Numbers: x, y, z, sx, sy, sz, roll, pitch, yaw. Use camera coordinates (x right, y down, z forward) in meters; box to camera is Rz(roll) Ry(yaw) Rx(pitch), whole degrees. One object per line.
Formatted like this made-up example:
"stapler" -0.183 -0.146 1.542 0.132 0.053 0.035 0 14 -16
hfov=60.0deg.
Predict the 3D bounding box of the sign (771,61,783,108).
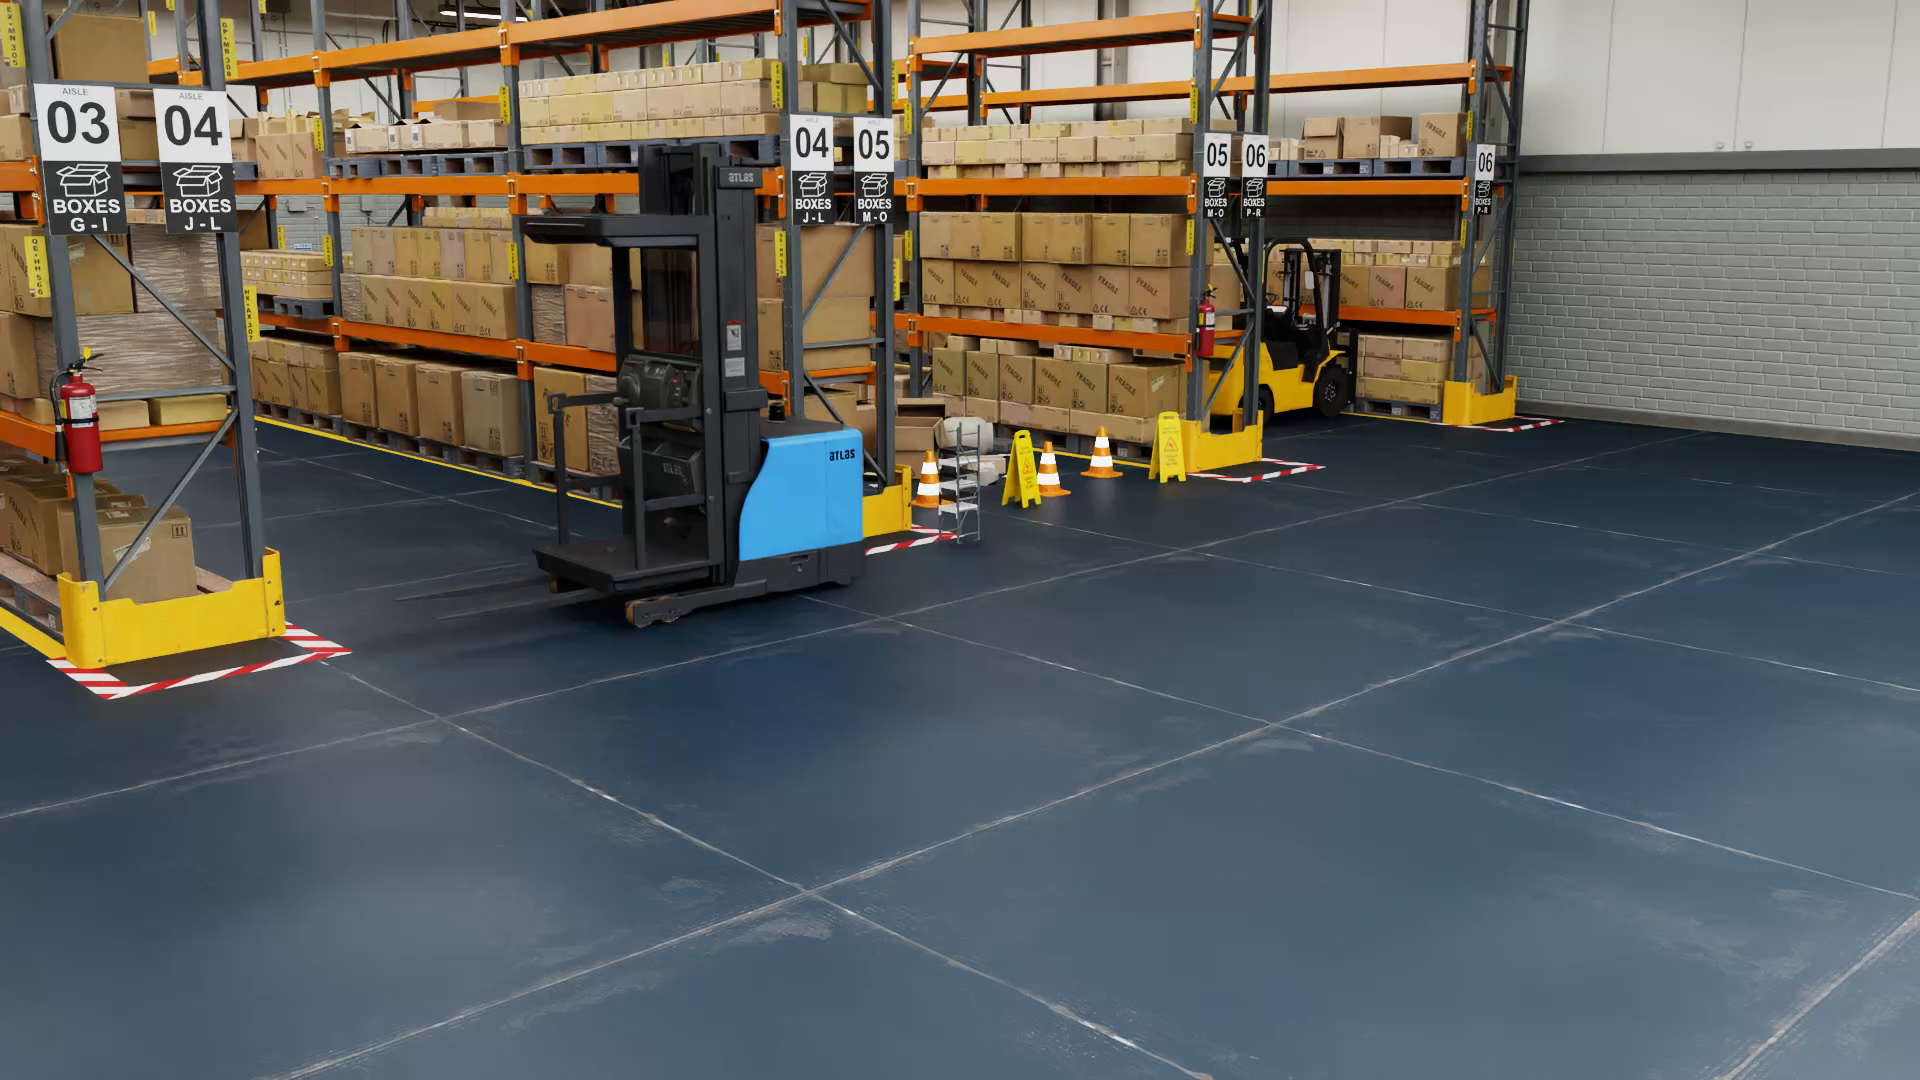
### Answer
"sign" -1.322 -3.297 12.050 0.100 0.325 0.005 -11 16 -43

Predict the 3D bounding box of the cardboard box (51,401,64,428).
"cardboard box" -5.095 -0.757 9.773 0.380 0.149 0.250 -11 16 -43

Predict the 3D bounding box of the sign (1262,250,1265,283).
"sign" 2.983 -2.711 16.491 0.100 0.325 0.005 -11 16 -43

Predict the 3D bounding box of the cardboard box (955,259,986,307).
"cardboard box" 0.294 -2.817 18.165 0.500 0.500 0.500 -11 16 -43

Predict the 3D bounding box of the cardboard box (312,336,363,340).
"cardboard box" -7.428 -2.305 19.963 0.500 0.250 0.500 -11 16 -42

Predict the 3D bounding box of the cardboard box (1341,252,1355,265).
"cardboard box" 4.832 -3.466 20.444 0.380 0.149 0.250 -11 16 -42

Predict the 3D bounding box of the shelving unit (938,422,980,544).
"shelving unit" -0.005 -0.442 12.826 0.258 0.900 0.210 -11 16 -43

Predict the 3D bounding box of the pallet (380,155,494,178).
"pallet" -5.187 -3.802 16.965 1.003 0.211 1.213 -10 15 -40

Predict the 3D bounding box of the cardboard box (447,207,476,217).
"cardboard box" -7.890 -5.194 26.357 0.250 0.149 0.380 11 16 43

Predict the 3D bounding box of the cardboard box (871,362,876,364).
"cardboard box" -1.516 -1.996 20.636 0.950 0.372 0.625 -10 15 -41

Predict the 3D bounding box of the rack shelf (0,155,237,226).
"rack shelf" -5.958 -2.239 10.695 1.077 0.370 4.000 -11 16 -43

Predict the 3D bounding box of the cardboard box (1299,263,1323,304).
"cardboard box" 4.587 -3.211 20.817 0.500 0.500 0.500 -11 16 -42

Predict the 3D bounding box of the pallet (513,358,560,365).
"pallet" -6.165 -2.719 25.585 1.003 0.211 1.213 -11 16 -43

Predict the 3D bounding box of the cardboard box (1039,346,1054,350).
"cardboard box" 0.784 -1.898 18.607 0.500 0.500 0.500 -11 16 -42

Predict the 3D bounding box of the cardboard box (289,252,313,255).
"cardboard box" -7.889 -3.410 20.139 0.250 0.149 0.380 11 16 43

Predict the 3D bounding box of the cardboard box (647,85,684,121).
"cardboard box" -2.151 -3.482 13.290 0.500 0.250 0.500 -11 16 -43

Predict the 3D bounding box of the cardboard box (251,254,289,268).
"cardboard box" -8.006 -3.245 19.336 0.380 0.149 0.250 -10 15 -40

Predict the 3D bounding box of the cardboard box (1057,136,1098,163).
"cardboard box" 1.334 -3.938 16.795 0.500 0.250 0.500 -10 16 -41

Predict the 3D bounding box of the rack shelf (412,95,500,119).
"rack shelf" -7.078 -6.645 25.636 1.077 0.370 4.000 -11 16 -43

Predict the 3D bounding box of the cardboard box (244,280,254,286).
"cardboard box" -8.190 -2.992 19.583 0.250 0.149 0.380 11 16 43

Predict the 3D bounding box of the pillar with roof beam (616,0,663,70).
"pillar with roof beam" -9.195 -8.096 29.908 9.100 9.000 0.548 -11 16 -43

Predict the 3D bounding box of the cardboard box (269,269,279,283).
"cardboard box" -7.656 -3.025 19.004 0.380 0.149 0.250 -11 16 -42

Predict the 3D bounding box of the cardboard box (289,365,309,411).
"cardboard box" -7.444 -1.792 19.328 0.500 0.500 0.500 -10 15 -40

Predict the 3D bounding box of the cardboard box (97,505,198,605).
"cardboard box" -4.996 0.095 10.172 0.500 0.500 0.500 -7 14 -32

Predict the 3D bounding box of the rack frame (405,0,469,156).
"rack frame" -8.459 -7.485 26.940 1.000 3.000 0.127 -11 16 -43

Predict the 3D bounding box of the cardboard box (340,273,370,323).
"cardboard box" -6.330 -2.620 17.948 0.500 0.500 0.500 -11 16 -42

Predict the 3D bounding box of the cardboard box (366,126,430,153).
"cardboard box" -5.758 -4.115 17.102 0.500 0.250 0.500 -10 16 -41

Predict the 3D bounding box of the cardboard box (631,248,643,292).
"cardboard box" -2.343 -2.396 14.060 0.875 0.550 0.500 -11 16 -43

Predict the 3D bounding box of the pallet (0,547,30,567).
"pallet" -6.850 0.045 12.171 1.003 0.211 1.213 -11 16 -43

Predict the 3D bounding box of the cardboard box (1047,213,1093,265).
"cardboard box" 1.309 -3.075 16.940 0.700 0.500 0.500 -11 16 -43

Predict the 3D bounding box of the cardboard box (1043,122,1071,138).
"cardboard box" 1.060 -4.175 16.957 0.380 0.149 0.250 -10 16 -41

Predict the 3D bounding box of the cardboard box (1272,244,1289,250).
"cardboard box" 4.152 -3.764 21.156 0.380 0.149 0.250 -11 16 -43

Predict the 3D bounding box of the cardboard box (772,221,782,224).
"cardboard box" -2.945 -5.349 29.216 0.500 0.500 0.500 11 16 44

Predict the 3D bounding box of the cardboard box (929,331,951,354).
"cardboard box" -0.132 -3.159 25.964 0.500 0.500 0.500 -11 16 -43

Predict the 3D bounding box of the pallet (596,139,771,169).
"pallet" -2.286 -3.217 13.881 1.003 0.211 1.213 -11 16 -43

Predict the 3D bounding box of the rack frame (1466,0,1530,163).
"rack frame" 6.178 -5.842 18.966 1.000 3.000 0.127 -11 16 -43

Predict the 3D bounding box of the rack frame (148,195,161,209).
"rack frame" -11.969 -3.842 24.126 1.000 3.000 0.127 -11 16 -43

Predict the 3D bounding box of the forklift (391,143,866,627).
"forklift" -2.092 -1.013 10.565 3.031 2.935 1.130 -10 15 -40

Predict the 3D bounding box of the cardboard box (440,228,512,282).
"cardboard box" -4.735 -2.849 16.583 0.700 0.500 0.500 -11 16 -42

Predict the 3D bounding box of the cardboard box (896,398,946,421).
"cardboard box" -0.416 -1.226 17.617 0.500 0.500 0.500 -1 12 -4

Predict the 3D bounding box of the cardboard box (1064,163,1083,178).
"cardboard box" 1.278 -3.761 16.923 0.250 0.149 0.380 11 16 44

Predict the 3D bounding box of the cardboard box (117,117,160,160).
"cardboard box" -4.723 -2.332 9.737 0.500 0.250 0.500 -10 15 -41

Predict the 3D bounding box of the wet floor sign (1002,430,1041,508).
"wet floor sign" 0.532 -0.625 14.348 0.232 0.644 0.267 8 14 35

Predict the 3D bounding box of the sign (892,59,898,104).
"sign" -0.514 -3.519 12.764 0.100 0.325 0.005 -11 16 -43

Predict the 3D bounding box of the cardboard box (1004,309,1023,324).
"cardboard box" 0.690 -2.393 17.717 0.380 0.149 0.250 -11 16 -42

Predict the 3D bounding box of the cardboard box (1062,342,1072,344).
"cardboard box" 1.996 -2.828 24.050 0.625 0.625 0.875 11 16 43

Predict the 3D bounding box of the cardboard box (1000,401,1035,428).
"cardboard box" 0.786 -1.377 17.935 0.500 0.250 0.500 -11 16 -43

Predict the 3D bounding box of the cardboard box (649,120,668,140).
"cardboard box" -2.271 -3.294 13.368 0.380 0.149 0.250 -11 16 -42

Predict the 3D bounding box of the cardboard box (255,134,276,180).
"cardboard box" -7.720 -4.385 19.081 0.500 0.500 0.500 -11 16 -43

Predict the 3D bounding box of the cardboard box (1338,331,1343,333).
"cardboard box" 4.577 -2.497 20.893 0.500 0.250 0.500 -11 16 -44

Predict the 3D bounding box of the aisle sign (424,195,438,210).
"aisle sign" -8.718 -5.790 27.138 0.394 0.787 0.004 -11 16 -43

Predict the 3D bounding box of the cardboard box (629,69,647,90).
"cardboard box" -2.451 -3.723 13.471 0.380 0.149 0.250 -11 16 -42

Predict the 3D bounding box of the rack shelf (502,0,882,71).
"rack shelf" -2.301 -4.189 13.716 1.077 0.370 4.000 -11 16 -43

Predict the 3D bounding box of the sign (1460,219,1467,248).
"sign" 5.776 -3.513 19.073 0.100 0.325 0.005 -11 16 -43
